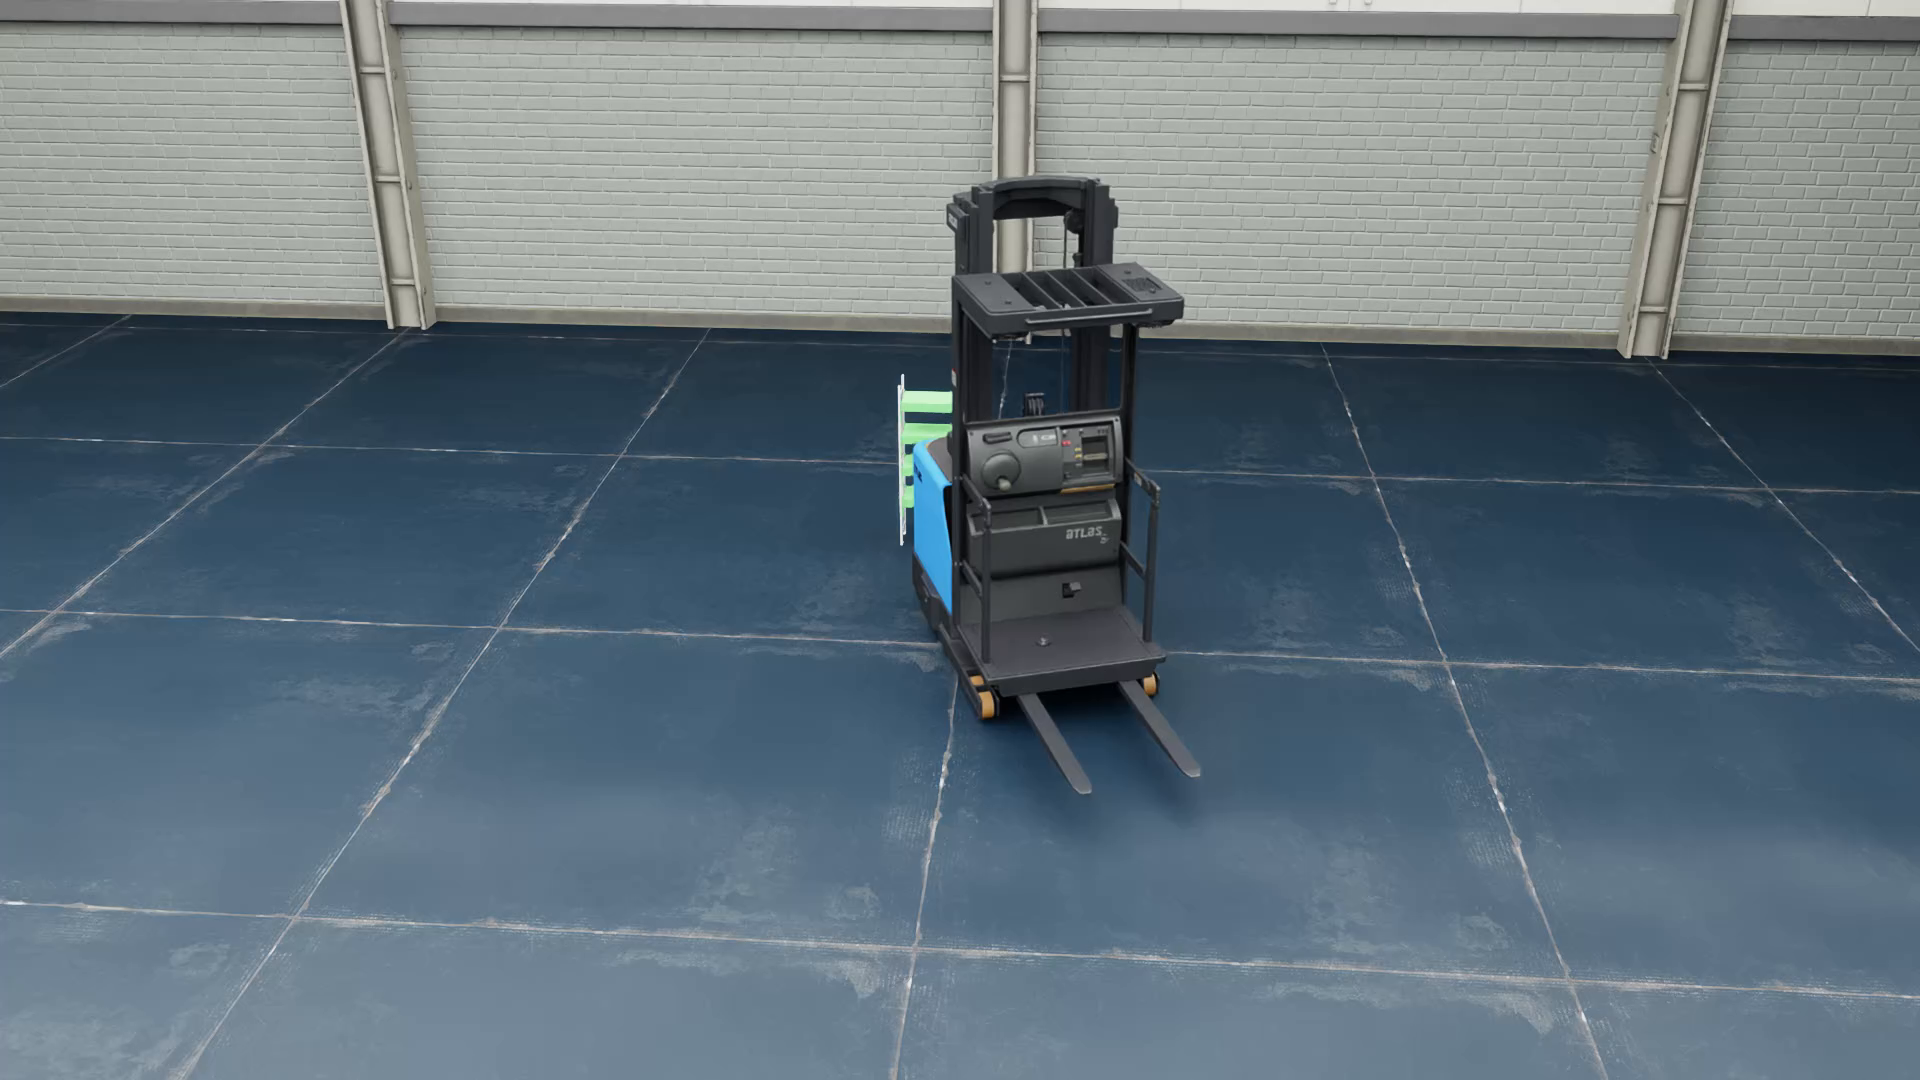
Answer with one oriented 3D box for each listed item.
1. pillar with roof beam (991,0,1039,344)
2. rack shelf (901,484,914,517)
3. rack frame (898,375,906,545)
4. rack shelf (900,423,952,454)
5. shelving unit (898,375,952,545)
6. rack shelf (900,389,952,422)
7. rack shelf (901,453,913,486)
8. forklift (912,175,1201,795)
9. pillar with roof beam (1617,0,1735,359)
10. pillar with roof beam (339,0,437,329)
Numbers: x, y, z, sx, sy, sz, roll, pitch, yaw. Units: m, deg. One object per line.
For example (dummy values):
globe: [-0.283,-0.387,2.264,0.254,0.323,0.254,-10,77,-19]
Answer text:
pillar with roof beam: [0.173,-4.262,10.459,0.400,9.000,9.100,2,25,4]
rack shelf: [-0.165,-0.274,11.849,0.480,0.148,0.258,2,25,4]
rack frame: [-0.408,-0.558,11.739,0.015,1.200,0.240,2,25,4]
rack shelf: [-0.165,-0.710,11.648,0.480,0.148,0.258,2,25,4]
shelving unit: [-0.165,-0.550,11.722,0.503,1.200,0.258,2,25,4]
rack shelf: [-0.165,-0.928,11.548,0.480,0.148,0.258,2,25,4]
rack shelf: [-0.165,-0.492,11.749,0.480,0.148,0.258,2,25,4]
forklift: [0.555,-0.464,9.464,1.130,2.935,3.031,-6,25,-14]
pillar with roof beam: [6.156,-4.070,10.041,0.400,9.000,9.100,2,25,4]
pillar with roof beam: [-5.809,-4.454,10.876,0.400,9.000,9.100,2,25,4]
